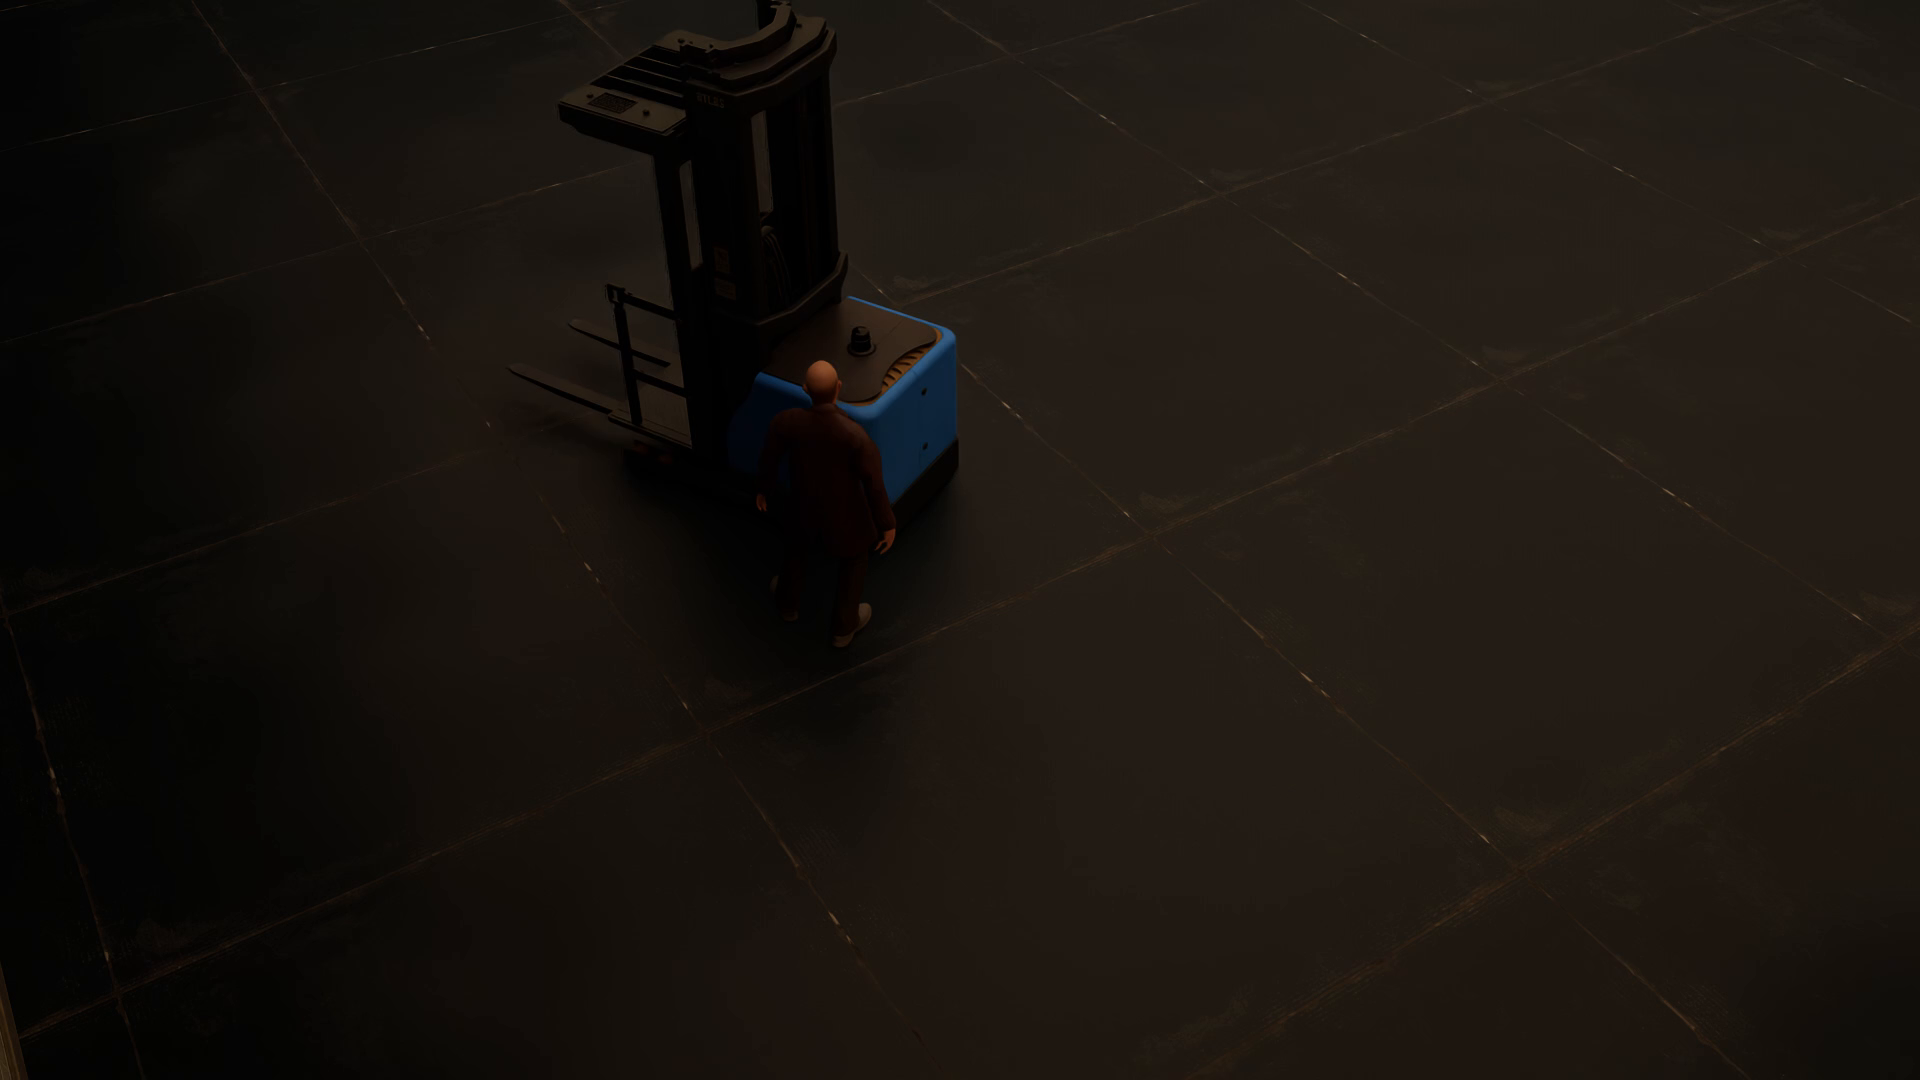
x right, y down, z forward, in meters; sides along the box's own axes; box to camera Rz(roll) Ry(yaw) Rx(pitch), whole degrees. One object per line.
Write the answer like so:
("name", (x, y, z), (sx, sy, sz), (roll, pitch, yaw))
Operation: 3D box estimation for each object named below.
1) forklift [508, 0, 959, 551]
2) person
("forklift", (-1.537, -1.761, 9.887), (3.031, 2.935, 1.130), (21, 45, 22))
("person", (-0.739, -0.193, 8.996), (0.890, 1.750, 0.423), (12, 43, 13))
